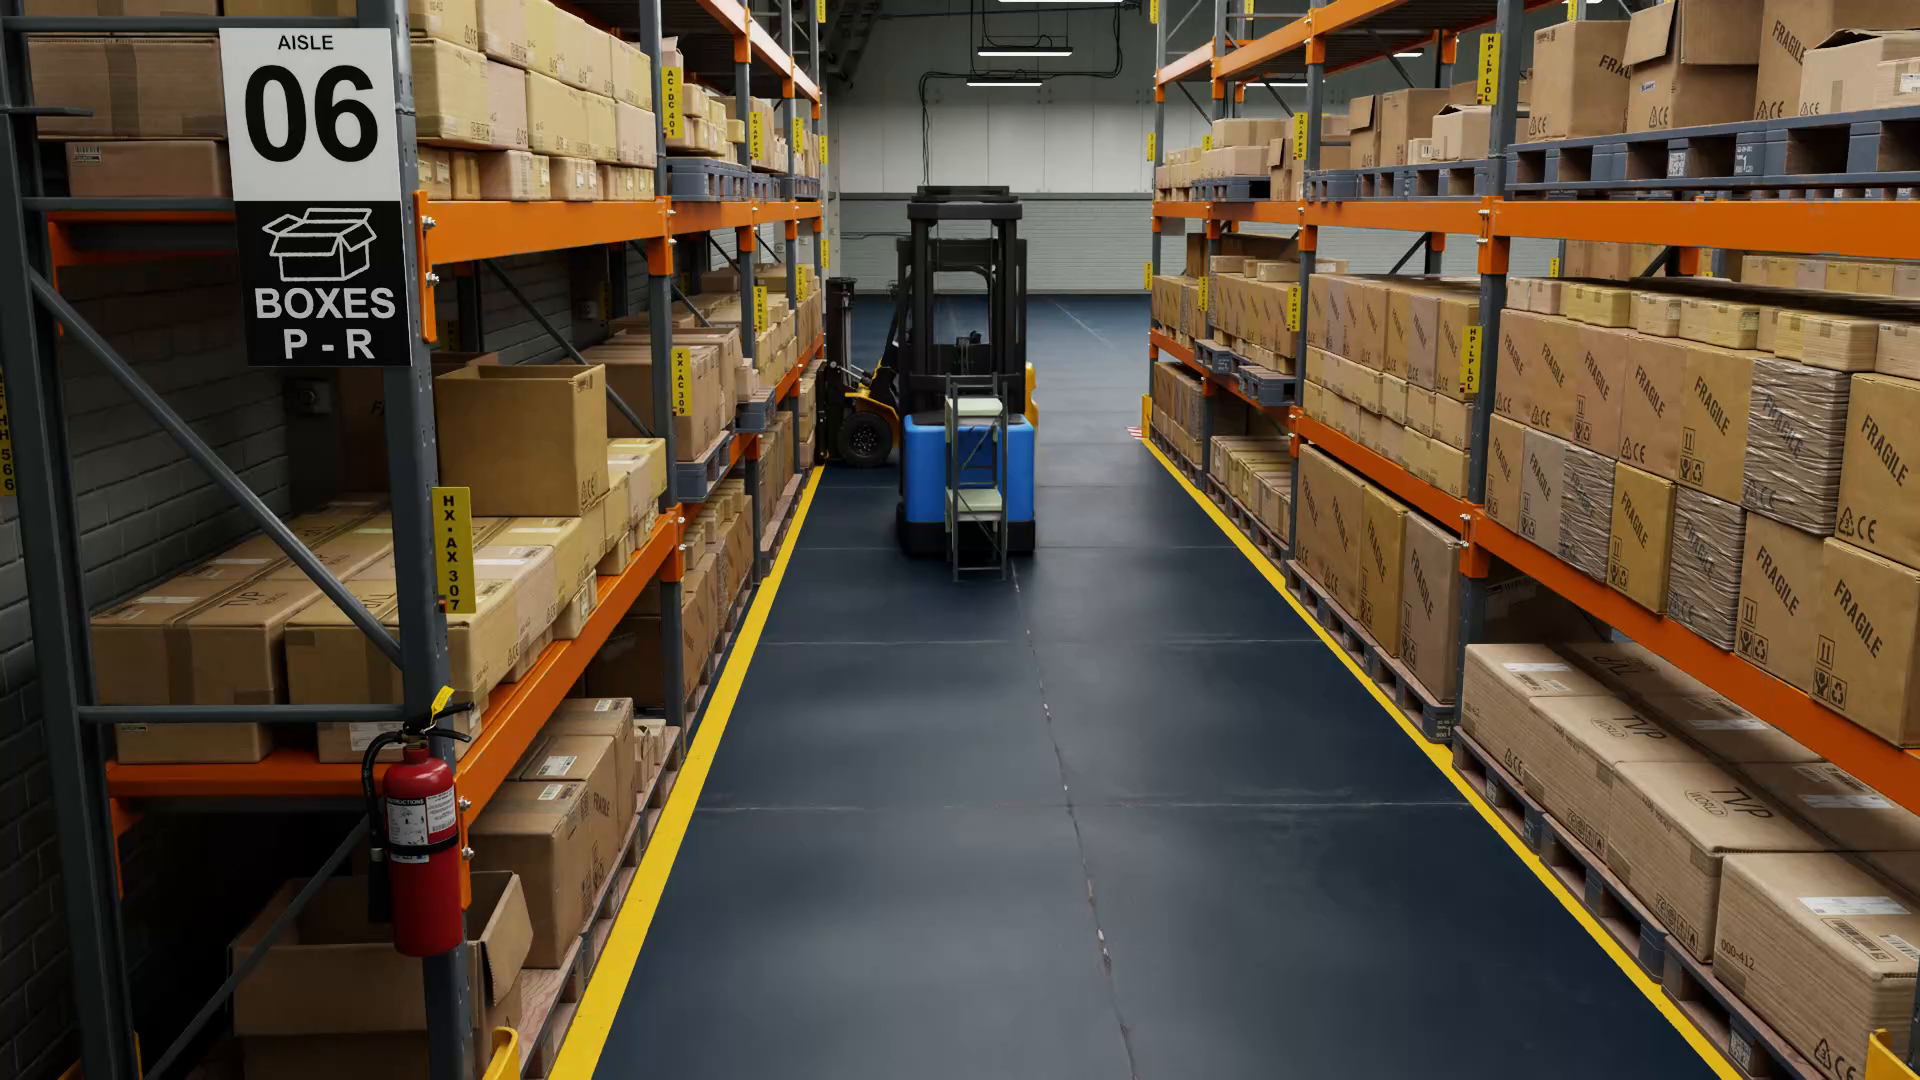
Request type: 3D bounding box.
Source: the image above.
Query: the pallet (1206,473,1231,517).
[{"bbox_3d":[2.909,-0.431,15.652,1.003,0.211,1.213,0,11,-1],"label":"pallet"}]

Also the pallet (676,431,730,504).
[{"bbox_3d":[-1.814,-0.406,8.999,1.003,0.211,1.213,0,11,-1],"label":"pallet"}]

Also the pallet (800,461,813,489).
[{"bbox_3d":[-2.046,-0.723,17.091,1.003,0.211,1.213,0,11,-1],"label":"pallet"}]

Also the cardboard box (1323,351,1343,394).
[{"bbox_3d":[2.747,-1.124,11.176,0.500,0.250,0.500,0,11,0],"label":"cardboard box"}]

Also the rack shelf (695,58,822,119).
[{"bbox_3d":[-2.113,-4.720,17.508,1.077,0.370,4.000,0,11,-1],"label":"rack shelf"}]

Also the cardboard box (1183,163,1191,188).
[{"bbox_3d":[2.605,-3.783,17.247,0.500,0.250,0.500,0,11,-2],"label":"cardboard box"}]

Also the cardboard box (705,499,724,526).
[{"bbox_3d":[-1.767,-0.178,10.992,0.380,0.149,0.250,0,11,1],"label":"cardboard box"}]

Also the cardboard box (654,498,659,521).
[{"bbox_3d":[-1.647,-0.155,7.912,0.380,0.149,0.250,0,11,0],"label":"cardboard box"}]

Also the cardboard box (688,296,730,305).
[{"bbox_3d":[-2.326,-2.174,15.346,0.380,0.149,0.250,-1,11,-3],"label":"cardboard box"}]

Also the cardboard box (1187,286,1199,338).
[{"bbox_3d":[2.616,-2.337,17.033,0.500,0.500,0.500,0,11,1],"label":"cardboard box"}]

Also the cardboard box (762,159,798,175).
[{"bbox_3d":[-1.777,-3.623,16.154,0.380,0.149,0.250,0,11,0],"label":"cardboard box"}]

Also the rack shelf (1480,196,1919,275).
[{"bbox_3d":[3.098,-1.082,6.113,1.077,0.370,4.000,0,11,-1],"label":"rack shelf"}]

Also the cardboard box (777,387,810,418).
[{"bbox_3d":[-1.768,-1.377,16.646,0.500,0.250,0.500,0,11,-2],"label":"cardboard box"}]

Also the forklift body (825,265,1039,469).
[{"bbox_3d":[-0.291,-1.941,18.216,2.313,2.155,1.214,0,11,-1],"label":"forklift body"}]

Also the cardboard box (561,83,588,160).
[{"bbox_3d":[-1.623,-1.483,5.909,0.500,0.250,0.500,0,11,-2],"label":"cardboard box"}]

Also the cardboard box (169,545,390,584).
[{"bbox_3d":[-2.108,0.189,5.211,0.500,0.250,0.500,0,11,-1],"label":"cardboard box"}]

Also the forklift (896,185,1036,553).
[{"bbox_3d":[0.006,-1.574,14.446,1.130,2.935,3.031,-1,11,-3],"label":"forklift"}]

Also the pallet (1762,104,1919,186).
[{"bbox_3d":[3.113,-1.141,4.817,1.003,0.211,1.213,0,11,-1],"label":"pallet"}]

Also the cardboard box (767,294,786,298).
[{"bbox_3d":[-1.843,-2.231,15.629,0.380,0.149,0.250,0,11,1],"label":"cardboard box"}]

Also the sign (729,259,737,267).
[{"bbox_3d":[-2.709,-3.188,19.853,0.100,0.325,0.005,0,11,-1],"label":"sign"}]

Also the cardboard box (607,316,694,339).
[{"bbox_3d":[-2.135,-1.288,11.555,0.500,0.500,0.500,0,11,2],"label":"cardboard box"}]

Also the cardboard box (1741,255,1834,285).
[{"bbox_3d":[7.854,-2.433,15.741,0.700,0.500,0.500,0,11,-2],"label":"cardboard box"}]

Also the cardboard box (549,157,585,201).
[{"bbox_3d":[-1.532,-1.262,5.823,0.380,0.149,0.250,0,11,-1],"label":"cardboard box"}]

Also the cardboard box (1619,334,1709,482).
[{"bbox_3d":[2.835,-0.503,6.227,0.500,0.500,0.500,0,11,-2],"label":"cardboard box"}]

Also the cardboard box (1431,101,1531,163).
[{"bbox_3d":[2.828,-2.168,8.827,0.500,0.311,0.500,0,11,-1],"label":"cardboard box"}]

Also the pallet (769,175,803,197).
[{"bbox_3d":[-2.115,-3.527,16.579,1.003,0.211,1.213,0,11,-1],"label":"pallet"}]

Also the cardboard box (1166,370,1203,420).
[{"bbox_3d":[2.567,-1.603,18.391,0.500,0.500,0.500,0,11,0],"label":"cardboard box"}]

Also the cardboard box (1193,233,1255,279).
[{"bbox_3d":[3.040,-3.231,18.926,0.700,0.500,0.500,0,11,-1],"label":"cardboard box"}]

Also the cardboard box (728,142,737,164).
[{"bbox_3d":[-1.741,-2.658,11.449,0.380,0.149,0.250,0,11,0],"label":"cardboard box"}]

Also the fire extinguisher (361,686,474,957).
[{"bbox_3d":[-1.358,0.702,4.185,0.296,0.674,0.183,0,11,-1],"label":"fire extinguisher"}]

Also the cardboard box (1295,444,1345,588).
[{"bbox_3d":[2.905,-0.184,11.709,0.875,0.875,0.875,0,11,-2],"label":"cardboard box"}]

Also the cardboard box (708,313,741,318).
[{"bbox_3d":[-1.739,-1.671,12.871,0.380,0.149,0.250,0,11,0],"label":"cardboard box"}]

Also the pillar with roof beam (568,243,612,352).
[{"bbox_3d":[1.387,-4.349,12.864,9.100,9.000,0.400,0,11,-1],"label":"pillar with roof beam"}]

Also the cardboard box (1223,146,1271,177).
[{"bbox_3d":[2.546,-3.236,14.242,0.500,0.250,0.500,0,11,-2],"label":"cardboard box"}]

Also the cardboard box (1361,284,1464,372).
[{"bbox_3d":[2.761,-1.295,10.133,0.500,0.500,0.500,0,11,0],"label":"cardboard box"}]

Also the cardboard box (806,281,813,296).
[{"bbox_3d":[-1.816,-2.770,18.288,0.380,0.149,0.250,0,11,-1],"label":"cardboard box"}]

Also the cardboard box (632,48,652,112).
[{"bbox_3d":[-1.655,-2.029,7.343,0.500,0.250,0.500,0,11,-1],"label":"cardboard box"}]

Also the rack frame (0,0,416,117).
[{"bbox_3d":[-1.824,-2.486,3.679,1.000,3.000,0.127,0,11,-1],"label":"rack frame"}]

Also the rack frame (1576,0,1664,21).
[{"bbox_3d":[7.755,-5.728,19.660,1.000,3.000,0.127,0,11,-1],"label":"rack frame"}]

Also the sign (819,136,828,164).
[{"bbox_3d":[-1.611,-4.591,19.572,0.100,0.325,0.005,0,11,-1],"label":"sign"}]

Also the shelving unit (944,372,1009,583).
[{"bbox_3d":[0.119,-0.494,12.713,0.431,1.500,0.755,-1,12,-4],"label":"shelving unit"}]

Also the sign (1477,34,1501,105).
[{"bbox_3d":[2.514,-2.235,7.898,0.100,0.325,0.005,0,11,-1],"label":"sign"}]

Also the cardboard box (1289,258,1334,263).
[{"bbox_3d":[3.154,-2.443,14.869,0.380,0.149,0.250,-1,11,-3],"label":"cardboard box"}]

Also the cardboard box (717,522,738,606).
[{"bbox_3d":[-1.752,0.170,10.908,0.500,0.500,0.500,0,11,1],"label":"cardboard box"}]

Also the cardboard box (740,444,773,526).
[{"bbox_3d":[-2.010,-0.432,13.560,0.875,0.625,0.625,0,11,1],"label":"cardboard box"}]

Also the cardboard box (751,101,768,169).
[{"bbox_3d":[-1.871,-3.155,12.961,0.700,0.500,0.500,0,11,-2],"label":"cardboard box"}]

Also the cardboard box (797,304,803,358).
[{"bbox_3d":[-1.820,-2.069,16.464,0.500,0.500,0.500,-1,11,-3],"label":"cardboard box"}]

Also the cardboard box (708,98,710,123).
[{"bbox_3d":[-1.545,-2.304,8.903,0.380,0.149,0.250,0,11,-2],"label":"cardboard box"}]

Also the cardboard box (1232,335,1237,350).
[{"bbox_3d":[2.629,-1.767,14.799,0.380,0.149,0.250,0,11,0],"label":"cardboard box"}]

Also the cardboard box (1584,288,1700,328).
[{"bbox_3d":[2.792,-0.951,6.805,0.380,0.149,0.250,-1,11,-3],"label":"cardboard box"}]

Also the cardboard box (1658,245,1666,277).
[{"bbox_3d":[7.737,-2.778,17.113,0.875,0.550,0.550,0,11,-1],"label":"cardboard box"}]

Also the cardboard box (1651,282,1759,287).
[{"bbox_3d":[3.273,-1.057,7.325,0.380,0.149,0.250,0,11,-1],"label":"cardboard box"}]

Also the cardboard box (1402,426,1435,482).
[{"bbox_3d":[2.786,-0.478,9.247,0.500,0.250,0.500,0,11,-2],"label":"cardboard box"}]

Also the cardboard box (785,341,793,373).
[{"bbox_3d":[-1.784,-1.659,15.067,0.500,0.250,0.500,0,11,-1],"label":"cardboard box"}]
